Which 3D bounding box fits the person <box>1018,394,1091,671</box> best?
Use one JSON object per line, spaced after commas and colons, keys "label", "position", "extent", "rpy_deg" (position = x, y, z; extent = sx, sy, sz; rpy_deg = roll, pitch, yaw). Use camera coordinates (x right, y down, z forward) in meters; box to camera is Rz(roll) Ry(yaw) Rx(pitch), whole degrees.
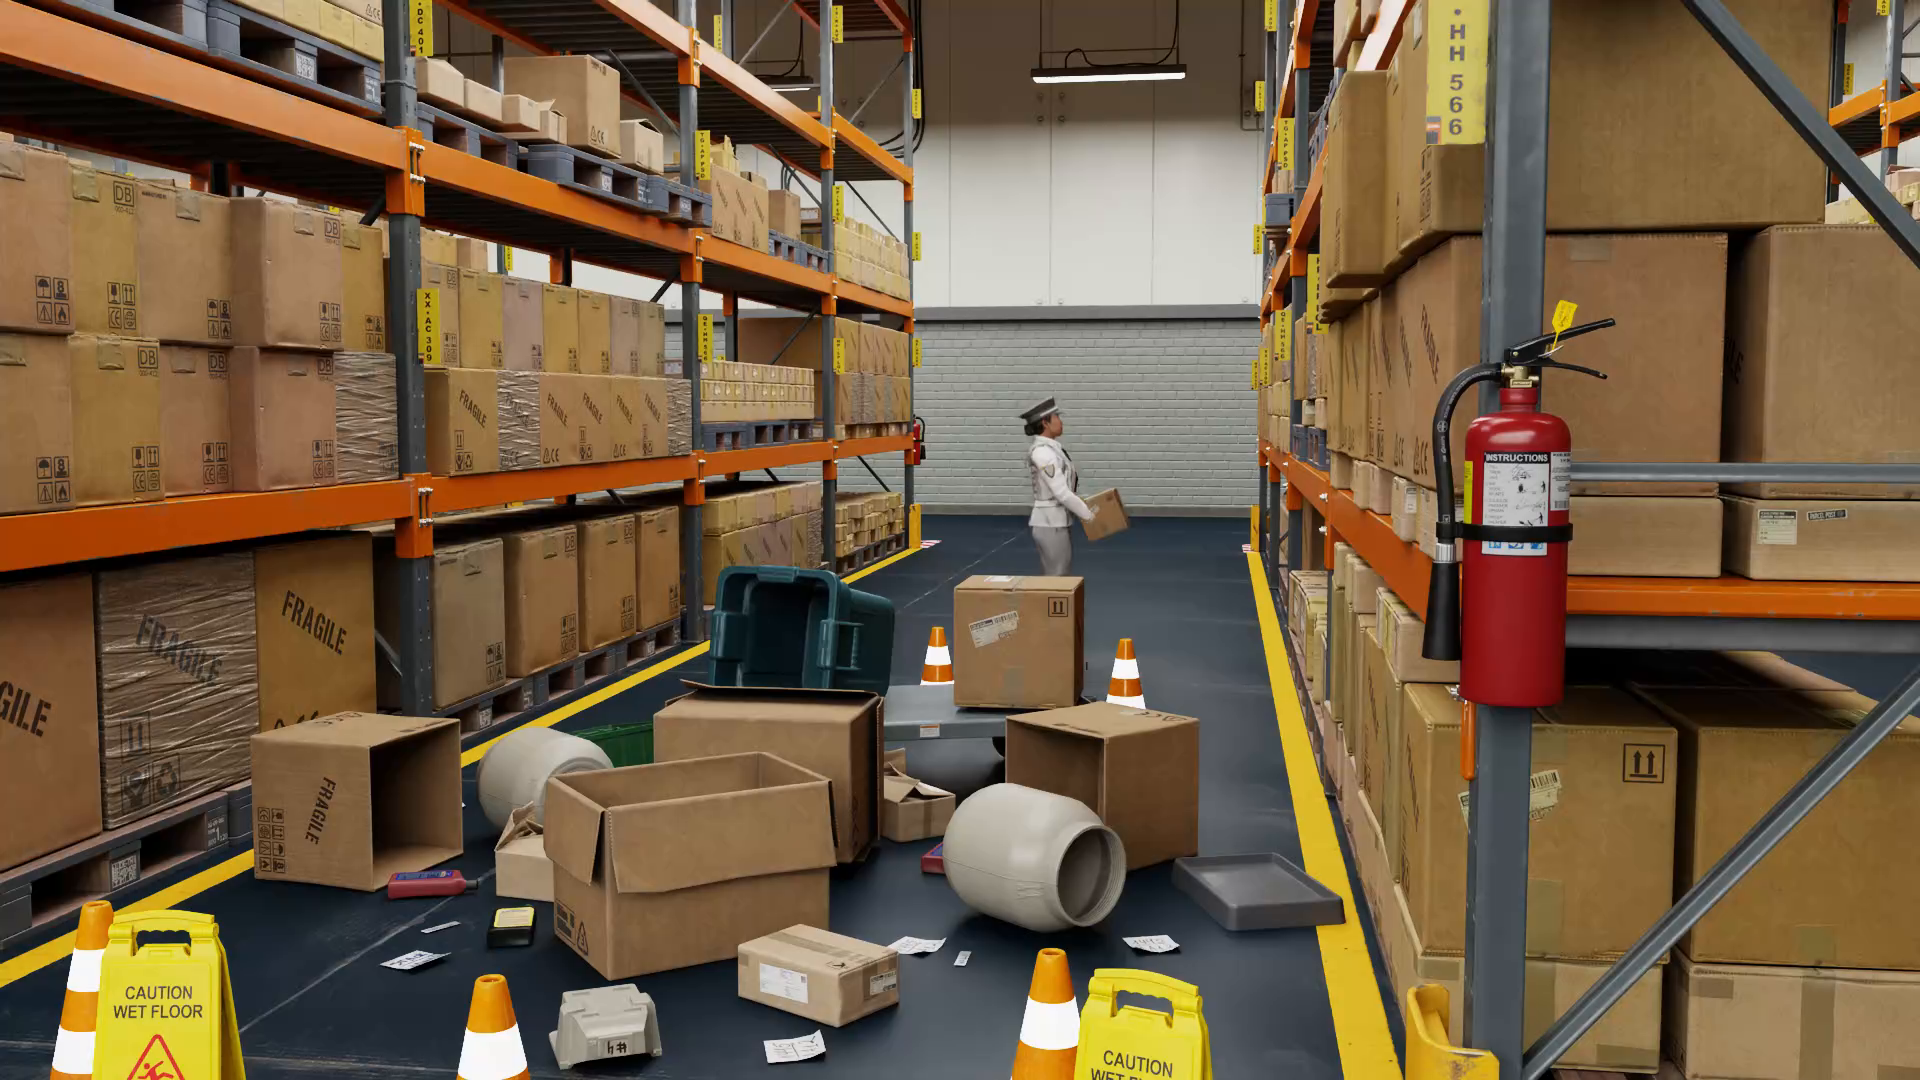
{"label": "person", "position": [0.634, -0.050, 10.289], "extent": [0.548, 1.698, 0.480], "rpy_deg": [0, 5, 2]}
